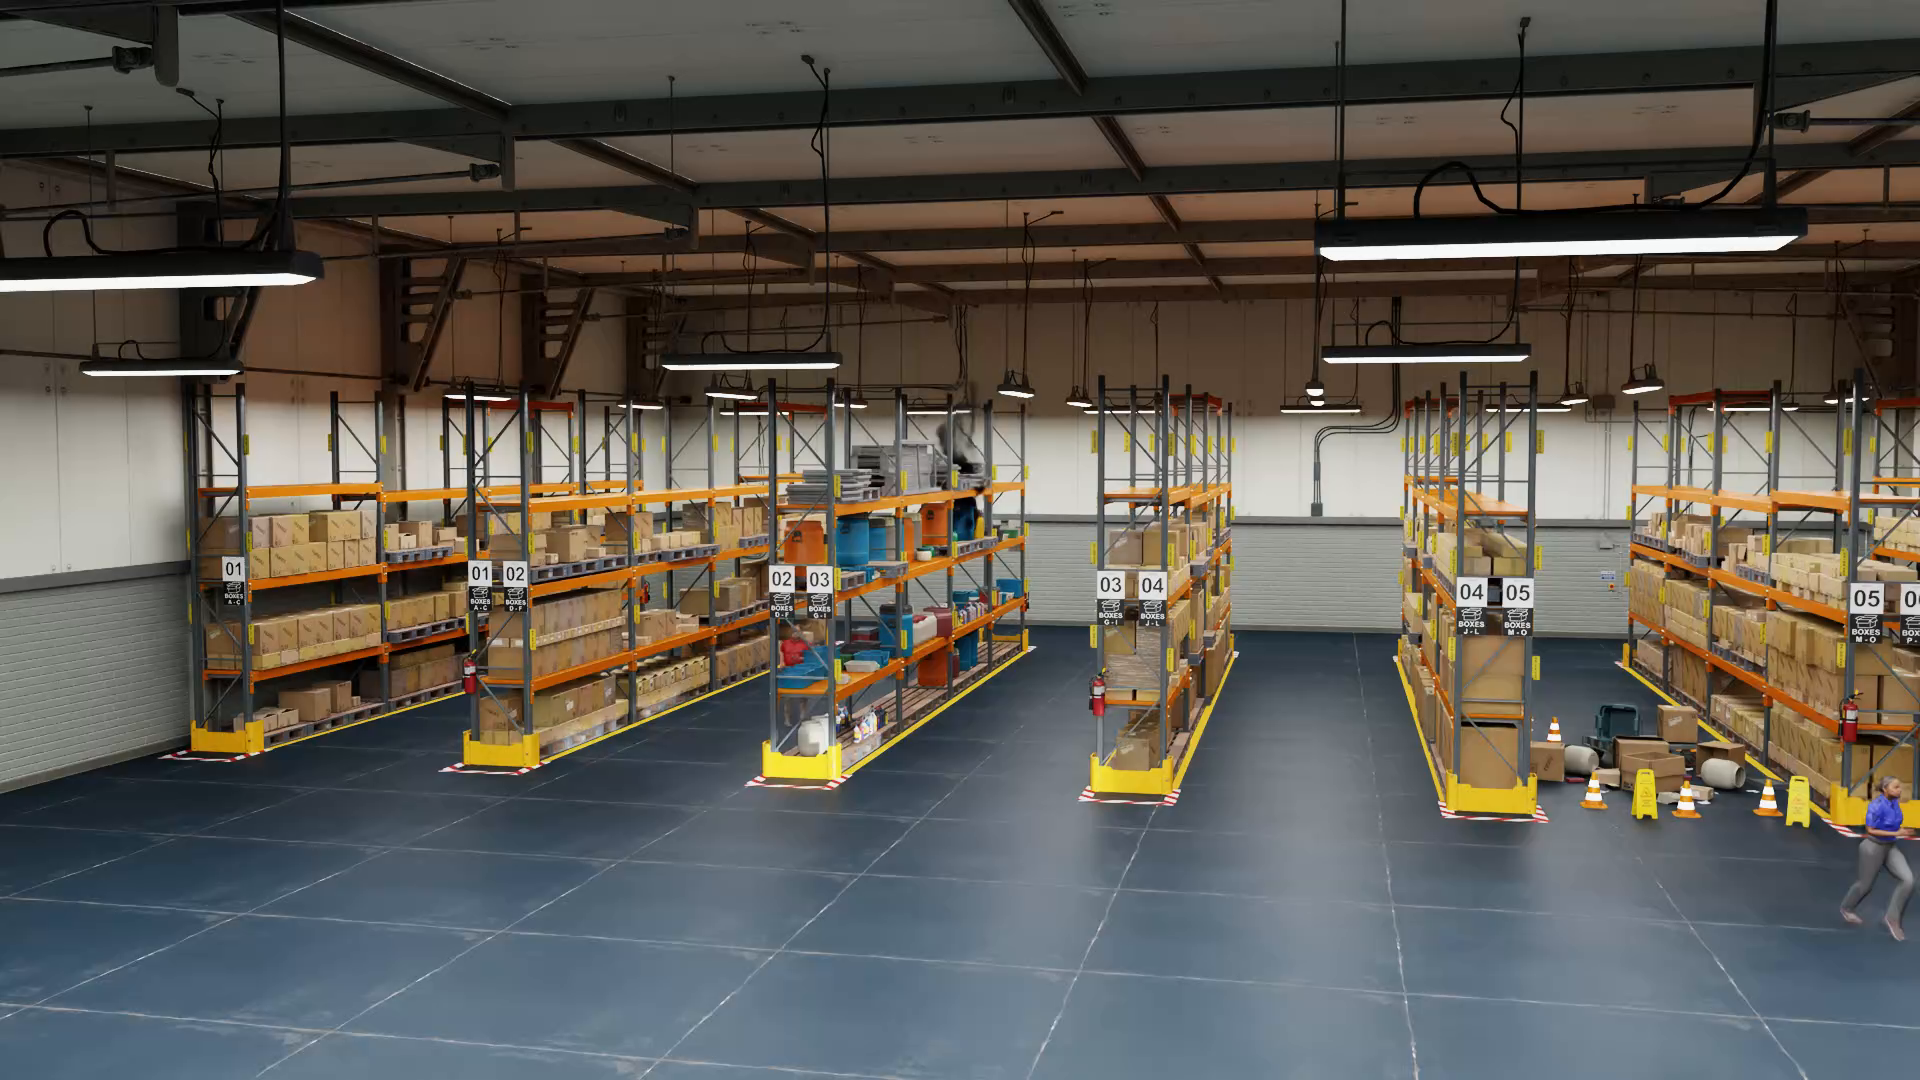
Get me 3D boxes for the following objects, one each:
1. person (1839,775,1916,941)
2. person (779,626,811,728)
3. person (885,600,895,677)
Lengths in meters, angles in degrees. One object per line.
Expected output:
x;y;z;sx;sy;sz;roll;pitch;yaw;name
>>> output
9.393;3.213;17.005;0.599;1.682;0.830;-2;4;-25;person
-2.946;2.429;29.818;0.643;1.780;0.845;0;3;3;person
-1.494;2.121;36.188;0.593;1.640;0.875;1;3;12;person
